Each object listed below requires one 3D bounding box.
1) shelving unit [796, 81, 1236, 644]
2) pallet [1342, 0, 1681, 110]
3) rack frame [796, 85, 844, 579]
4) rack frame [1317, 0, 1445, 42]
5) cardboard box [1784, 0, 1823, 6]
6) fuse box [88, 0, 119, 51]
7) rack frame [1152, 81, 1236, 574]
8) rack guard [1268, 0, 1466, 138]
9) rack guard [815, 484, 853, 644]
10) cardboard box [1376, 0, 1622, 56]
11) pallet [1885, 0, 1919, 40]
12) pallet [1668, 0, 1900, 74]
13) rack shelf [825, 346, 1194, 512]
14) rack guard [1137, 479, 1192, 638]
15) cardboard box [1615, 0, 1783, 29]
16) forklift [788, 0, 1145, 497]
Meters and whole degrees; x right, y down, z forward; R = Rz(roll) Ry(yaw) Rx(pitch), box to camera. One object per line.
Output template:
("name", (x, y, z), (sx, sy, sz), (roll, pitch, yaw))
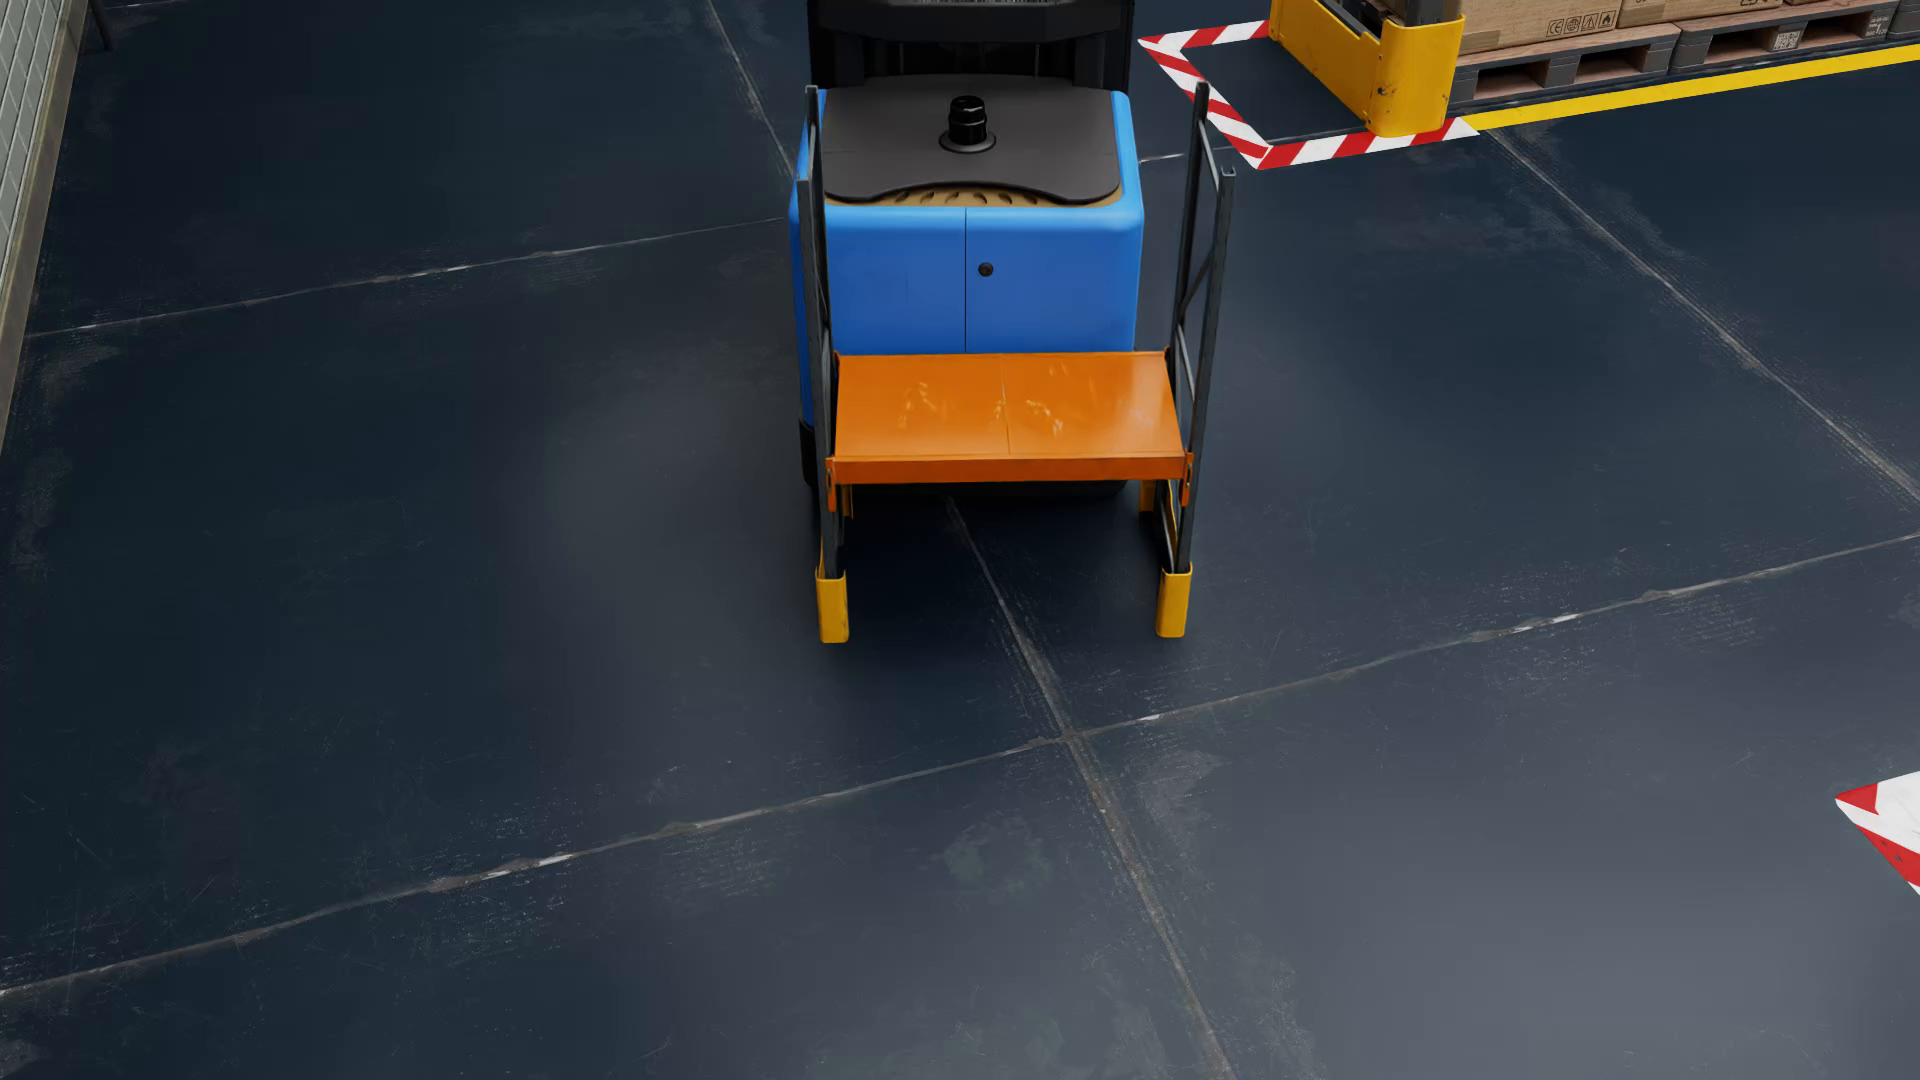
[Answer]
("shelving unit", (0.120, -0.460, 4.637), (1.083, 1.500, 0.587), (-1, 41, -1))
("pallet", (2.576, -2.435, 7.877), (1.213, 0.211, 1.003), (-12, 42, -13))
("rack frame", (-0.379, -0.453, 4.628), (0.032, 1.500, 0.500), (-1, 41, -1))
("rack frame", (1.837, -3.278, 6.723), (0.127, 3.000, 1.000), (-12, 42, -13))
("cardboard box", (4.167, -3.028, 8.064), (0.875, 0.438, 0.875), (-13, 43, -14))
("fuse box", (-4.027, -3.011, 7.396), (0.414, 1.711, 0.539), (-12, 42, -13))
("rack frame", (0.637, -0.468, 4.646), (0.032, 1.500, 0.500), (-1, 41, -1))
("rack guard", (1.814, -2.332, 7.540), (0.348, 0.500, 1.175), (-12, 42, -13))
("rack guard", (-0.378, 0.018, 5.039), (0.087, 0.250, 0.587), (-1, 41, -1))
("cardboard box", (2.436, -2.665, 7.649), (0.875, 0.438, 0.875), (-13, 43, -15))
("pallet", (4.903, -2.918, 8.429), (1.213, 0.211, 1.003), (-12, 42, -13))
("pallet", (3.737, -2.674, 8.150), (1.213, 0.211, 1.003), (-12, 42, -13))
("rack shelf", (0.129, -0.325, 4.755), (1.000, 0.185, 0.538), (-1, 41, -1))
("rack guard", (0.618, 0.003, 5.057), (0.087, 0.250, 0.587), (-1, 41, -1))
("cardboard box", (3.306, -2.851, 7.862), (0.875, 0.438, 0.875), (-11, 42, -12))
("forklift", (0.038, -2.187, 5.526), (1.130, 2.935, 3.031), (1, 41, 1))
